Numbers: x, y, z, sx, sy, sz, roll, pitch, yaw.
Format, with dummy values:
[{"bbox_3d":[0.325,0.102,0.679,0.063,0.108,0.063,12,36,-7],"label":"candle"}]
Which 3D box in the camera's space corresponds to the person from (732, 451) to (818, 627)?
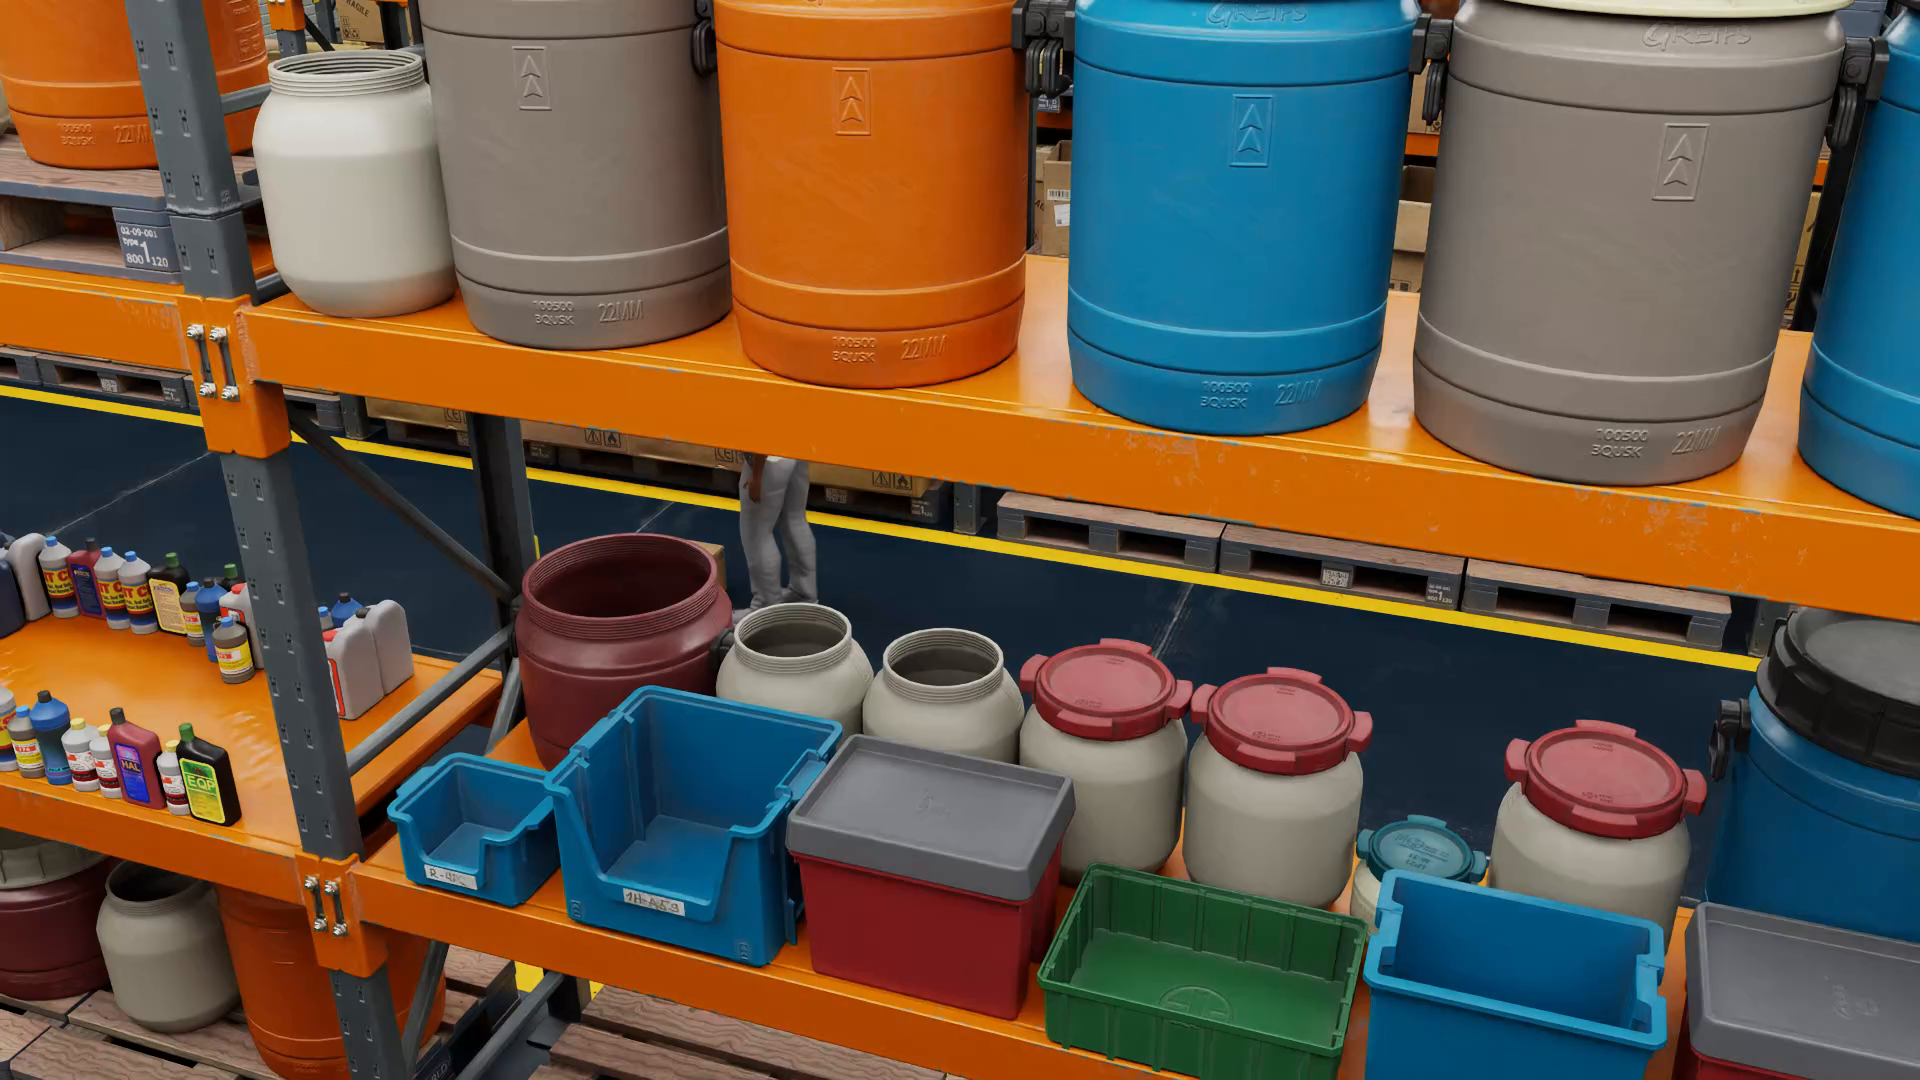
[{"bbox_3d":[-0.918,-0.396,7.912,0.390,1.681,0.451,9,27,18],"label":"person"}]
